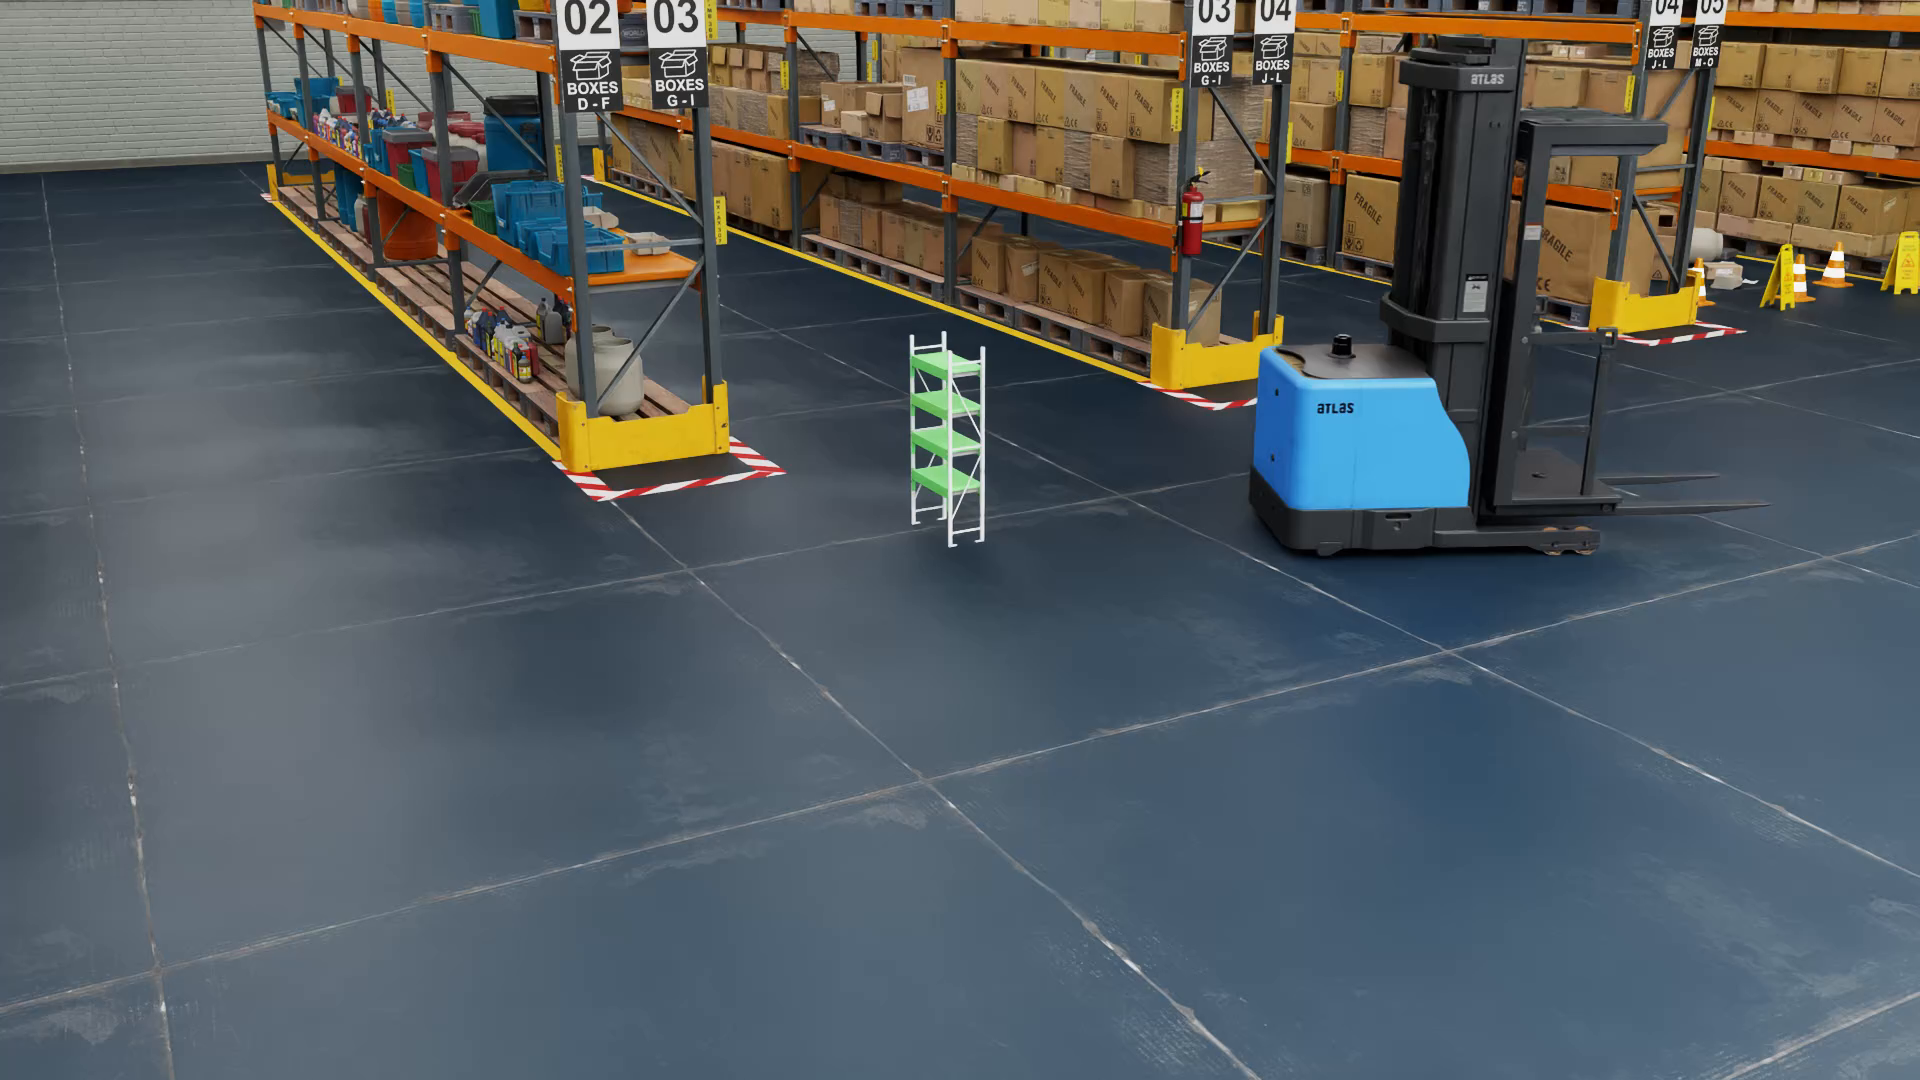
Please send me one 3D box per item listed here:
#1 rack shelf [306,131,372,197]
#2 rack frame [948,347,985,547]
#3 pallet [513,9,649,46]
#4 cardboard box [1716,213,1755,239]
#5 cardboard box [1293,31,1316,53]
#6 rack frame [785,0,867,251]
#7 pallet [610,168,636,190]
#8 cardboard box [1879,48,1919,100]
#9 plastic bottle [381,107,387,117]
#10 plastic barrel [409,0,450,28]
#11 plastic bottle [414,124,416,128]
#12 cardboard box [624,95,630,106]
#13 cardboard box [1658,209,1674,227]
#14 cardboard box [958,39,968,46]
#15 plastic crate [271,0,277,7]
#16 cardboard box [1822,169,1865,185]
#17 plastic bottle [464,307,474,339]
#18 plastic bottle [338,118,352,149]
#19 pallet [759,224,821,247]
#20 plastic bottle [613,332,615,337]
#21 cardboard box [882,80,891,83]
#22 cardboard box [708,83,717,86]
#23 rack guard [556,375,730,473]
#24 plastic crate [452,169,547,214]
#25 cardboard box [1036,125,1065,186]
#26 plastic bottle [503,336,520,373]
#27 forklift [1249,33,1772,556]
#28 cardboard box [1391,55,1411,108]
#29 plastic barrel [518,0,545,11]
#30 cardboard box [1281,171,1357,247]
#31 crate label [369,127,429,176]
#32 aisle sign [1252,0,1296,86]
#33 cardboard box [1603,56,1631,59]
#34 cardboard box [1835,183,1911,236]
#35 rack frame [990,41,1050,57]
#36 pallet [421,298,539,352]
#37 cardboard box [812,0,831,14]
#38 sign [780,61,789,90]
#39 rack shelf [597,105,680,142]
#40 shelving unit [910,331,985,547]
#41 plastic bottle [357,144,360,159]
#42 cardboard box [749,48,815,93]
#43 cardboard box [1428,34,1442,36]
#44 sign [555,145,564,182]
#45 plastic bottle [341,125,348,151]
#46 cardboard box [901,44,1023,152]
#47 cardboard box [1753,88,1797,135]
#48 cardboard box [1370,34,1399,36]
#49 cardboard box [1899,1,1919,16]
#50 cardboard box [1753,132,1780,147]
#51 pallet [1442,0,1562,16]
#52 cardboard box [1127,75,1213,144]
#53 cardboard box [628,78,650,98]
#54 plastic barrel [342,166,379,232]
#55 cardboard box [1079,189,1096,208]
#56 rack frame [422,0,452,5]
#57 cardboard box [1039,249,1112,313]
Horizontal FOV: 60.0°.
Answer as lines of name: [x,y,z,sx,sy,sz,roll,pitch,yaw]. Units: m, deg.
rack shelf: [-6.904,-4.529,19.760,1.077,0.370,4.000,-10,21,-27]
rack frame: [0.037,-0.545,9.870,0.240,1.200,0.015,-10,21,-27]
pallet: [-2.462,-3.579,11.597,1.003,0.211,1.213,-10,21,-27]
cardboard box: [9.586,-3.833,20.211,0.500,0.250,0.500,-10,22,-27]
cardboard box: [5.449,-7.952,26.893,0.500,0.500,0.500,-10,21,-27]
rack frame: [-1.595,-5.062,20.202,1.000,3.000,0.127,-10,21,-27]
pallet: [-4.945,-5.823,26.682,1.003,0.211,1.213,-10,21,-27]
cardboard box: [10.491,-5.074,18.094,0.700,0.500,0.500,-11,22,-28]
plastic bottle: [-7.129,-5.206,20.696,0.144,0.351,0.185,-10,21,-27]
plastic barrel: [-4.487,-4.914,14.405,0.600,0.901,0.708,-10,21,-27]
plastic bottle: [-6.298,-4.683,19.301,0.097,0.271,0.097,0,19,0]
cardboard box: [-4.903,-6.718,25.386,0.380,0.149,0.250,-10,22,-27]
cardboard box: [8.337,-3.750,20.228,0.500,0.500,0.500,4,19,11]
cardboard box: [0.207,-7.850,26.141,0.500,0.500,0.500,-11,22,-28]
plastic crate: [-8.972,-7.269,22.181,0.437,0.282,0.530,-10,21,-27]
cardboard box: [10.082,-4.145,18.971,0.380,0.149,0.250,-9,21,-25]
plastic bottle: [-4.289,-1.905,14.562,0.097,0.271,0.097,0,19,0]
plastic bottle: [-7.103,-4.701,19.233,0.144,0.351,0.185,-10,21,-27]
pallet: [-1.903,-3.982,21.346,1.003,0.211,1.213,-10,21,-27]
plastic bottle: [-2.833,-1.558,13.539,0.061,0.283,0.133,-10,21,-26]
cardboard box: [-1.115,-7.835,28.624,0.380,0.149,0.250,-10,21,-27]
cardboard box: [-3.256,-5.942,22.600,0.500,0.500,0.500,-10,21,-27]
rack guard: [-2.232,-0.831,11.773,1.175,0.500,0.348,-10,21,-27]
plastic crate: [-3.918,-2.947,14.168,0.767,0.338,0.504,-10,21,-27]
cardboard box: [1.197,-3.536,15.170,0.875,0.500,0.500,-10,21,-27]
plastic bottle: [-3.574,-1.494,13.364,0.152,0.276,0.135,-11,22,-28]
forklift: [3.389,-1.465,9.882,3.031,2.935,1.130,-1,19,-4]
cardboard box: [5.226,-4.983,18.088,0.875,0.550,0.550,-10,21,-27]
plastic barrel: [-2.808,-4.011,11.626,0.600,0.588,0.600,0,19,0]
cardboard box: [4.344,-3.952,19.791,1.050,0.750,0.750,-10,21,-27]
crate label: [-5.720,-3.984,17.025,0.502,0.435,0.616,-10,21,-27]
aisle sign: [2.497,-4.023,13.205,0.394,0.787,0.004,-10,21,-27]
cardboard box: [8.817,-6.158,22.124,0.500,0.500,0.500,-10,21,-26]
cardboard box: [10.315,-3.743,18.802,0.500,0.500,0.500,-10,21,-26]
rack frame: [0.919,-6.949,25.672,1.000,3.000,0.127,-10,21,-27]
pallet: [-4.461,-2.047,15.741,1.003,0.211,1.213,-10,21,-27]
cardboard box: [-1.352,-6.087,18.804,0.500,0.250,0.500,-9,21,-25]
sign: [-2.082,-5.522,19.761,0.100,0.325,0.005,-10,21,-27]
rack shelf: [-4.444,-6.444,25.311,1.077,0.370,4.000,-10,21,-27]
shelving unit: [-0.079,-0.615,10.073,0.258,1.200,0.503,-10,21,-27]
plastic bottle: [-6.560,-4.287,18.260,0.097,0.201,0.097,0,19,0]
cardboard box: [-2.235,-5.983,21.181,0.797,0.503,0.637,-9,21,-25]
cardboard box: [9.121,-9.408,31.421,0.500,0.500,0.500,-11,22,-28]
sign: [-3.565,-3.359,14.843,0.100,0.325,0.005,-10,21,-27]
plastic bottle: [-7.064,-4.617,19.093,0.061,0.283,0.133,-10,21,-27]
cardboard box: [0.050,-4.645,17.431,1.000,1.000,1.000,-10,21,-26]
cardboard box: [9.733,-5.038,19.524,0.500,0.500,0.500,-10,21,-26]
cardboard box: [6.631,-7.588,25.836,0.500,0.500,0.500,-9,21,-25]
cardboard box: [10.363,-5.725,17.910,0.380,0.149,0.250,-10,21,-26]
cardboard box: [9.637,-4.753,19.692,0.380,0.149,0.250,-10,21,-27]
pallet: [5.672,-5.442,16.843,1.003,0.211,1.213,-10,21,-27]
cardboard box: [1.725,-3.545,13.665,0.500,0.500,0.500,-10,21,-27]
cardboard box: [-4.663,-6.806,25.032,0.500,0.250,0.500,-10,22,-28]
plastic barrel: [-7.274,-4.287,20.531,0.600,0.901,0.708,-10,21,-27]
cardboard box: [1.279,-3.053,14.764,0.380,0.149,0.250,-10,21,-27]
rack frame: [-4.054,-5.982,13.672,1.000,3.000,0.127,-10,21,-27]
cardboard box: [1.102,-2.480,15.908,0.500,0.500,0.500,-12,22,-31]
